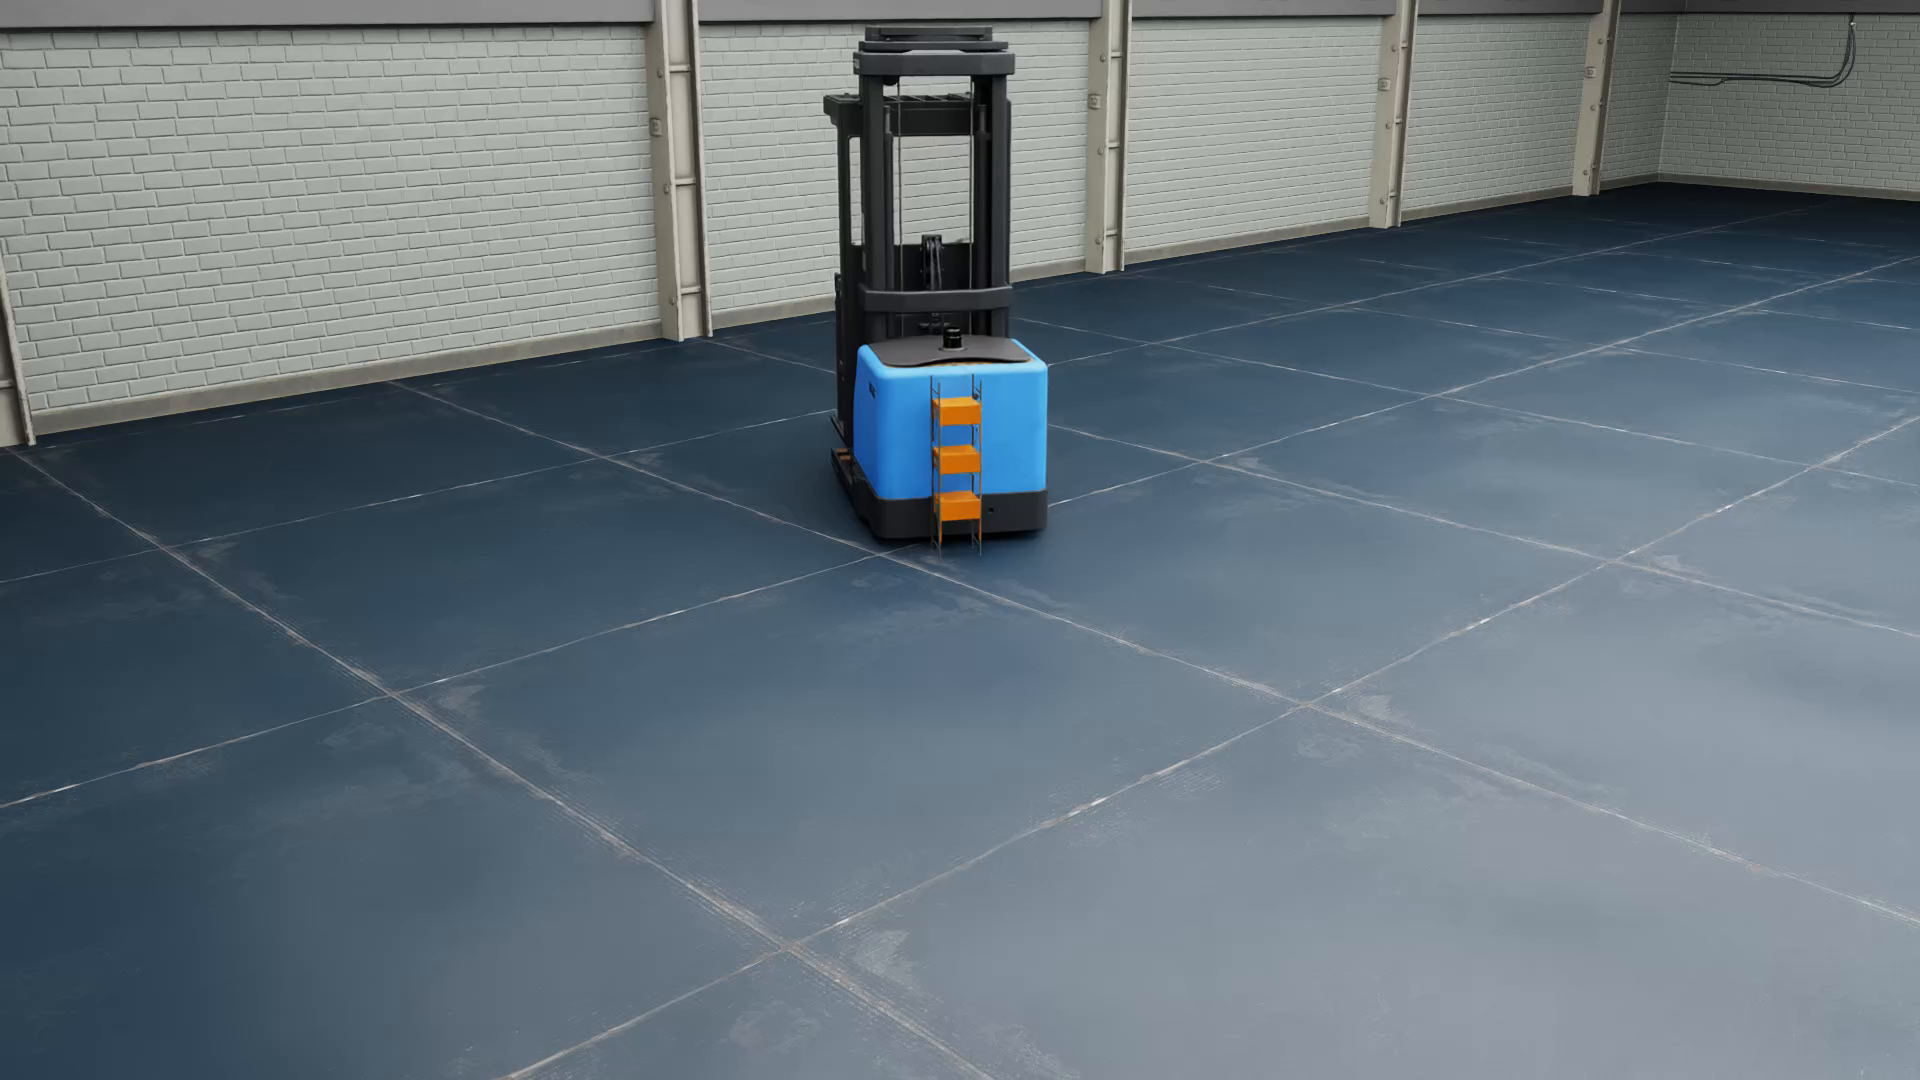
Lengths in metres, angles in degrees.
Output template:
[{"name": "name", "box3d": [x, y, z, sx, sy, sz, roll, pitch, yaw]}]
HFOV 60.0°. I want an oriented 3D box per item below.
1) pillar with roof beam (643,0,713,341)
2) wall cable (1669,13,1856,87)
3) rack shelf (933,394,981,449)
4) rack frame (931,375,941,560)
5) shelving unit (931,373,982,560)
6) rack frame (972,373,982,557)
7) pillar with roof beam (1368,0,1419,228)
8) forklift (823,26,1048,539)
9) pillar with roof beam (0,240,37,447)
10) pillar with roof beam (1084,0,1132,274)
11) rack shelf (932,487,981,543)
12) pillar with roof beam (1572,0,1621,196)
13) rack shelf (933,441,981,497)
[{"name": "pillar with roof beam", "box3d": [0.324, -5.280, 11.679, 0.400, 9.000, 9.100, -16, 24, -41]}, {"name": "wall cable", "box3d": [13.495, -8.910, 27.909, 0.112, 2.526, 3.097, -16, 24, -41]}, {"name": "rack shelf", "box3d": [-0.022, -0.680, 9.495, 0.240, 0.259, 0.215, -4, 18, -13]}, {"name": "rack frame", "box3d": [-0.140, -0.411, 9.551, 0.008, 1.050, 0.200, -4, 18, -13]}, {"name": "shelving unit", "box3d": [-0.022, -0.420, 9.579, 0.252, 1.050, 0.215, -4, 18, -13]}, {"name": "rack frame", "box3d": [0.097, -0.430, 9.608, 0.008, 1.050, 0.200, -4, 18, -13]}, {"name": "pillar with roof beam", "box3d": [9.044, -7.823, 19.522, 0.400, 9.000, 9.100, -16, 24, -41]}, {"name": "forklift", "box3d": [-0.272, -1.817, 10.836, 1.130, 2.935, 3.031, -4, 18, -11]}, {"name": "pillar with roof beam", "box3d": [-4.035, -4.009, 7.758, 0.400, 9.000, 9.100, -16, 24, -41]}, {"name": "pillar with roof beam", "box3d": [4.684, -6.551, 15.600, 0.400, 9.000, 9.100, -16, 24, -41]}, {"name": "rack shelf", "box3d": [-0.022, -0.146, 9.668, 0.240, 0.259, 0.215, -4, 18, -13]}, {"name": "pillar with roof beam", "box3d": [13.403, -9.094, 23.443, 0.400, 9.000, 9.100, -16, 24, -41]}, {"name": "rack shelf", "box3d": [-0.022, -0.410, 9.583, 0.240, 0.259, 0.215, -4, 18, -13]}]
